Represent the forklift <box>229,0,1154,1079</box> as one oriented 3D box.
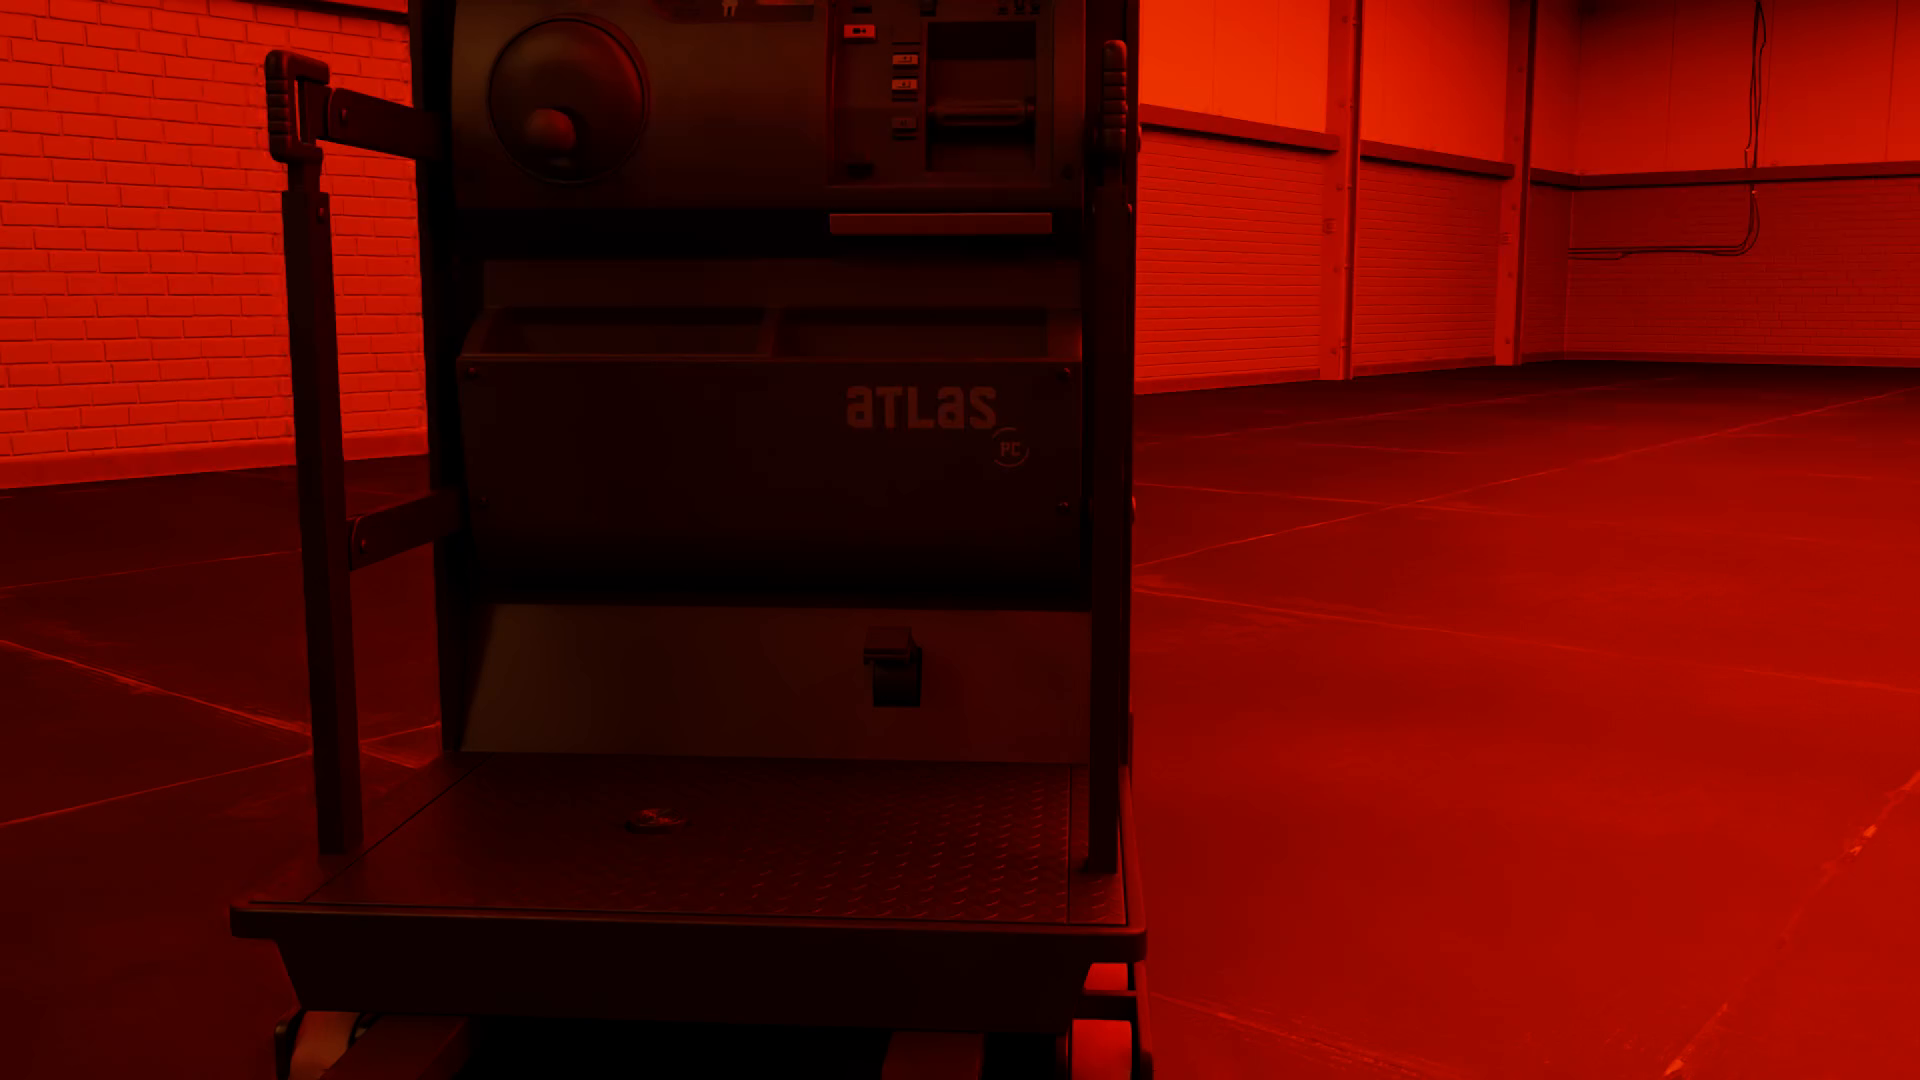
[{"bbox_3d":[-0.295,-0.724,2.233,1.130,2.935,3.031,1,8,4],"label":"forklift"}]
